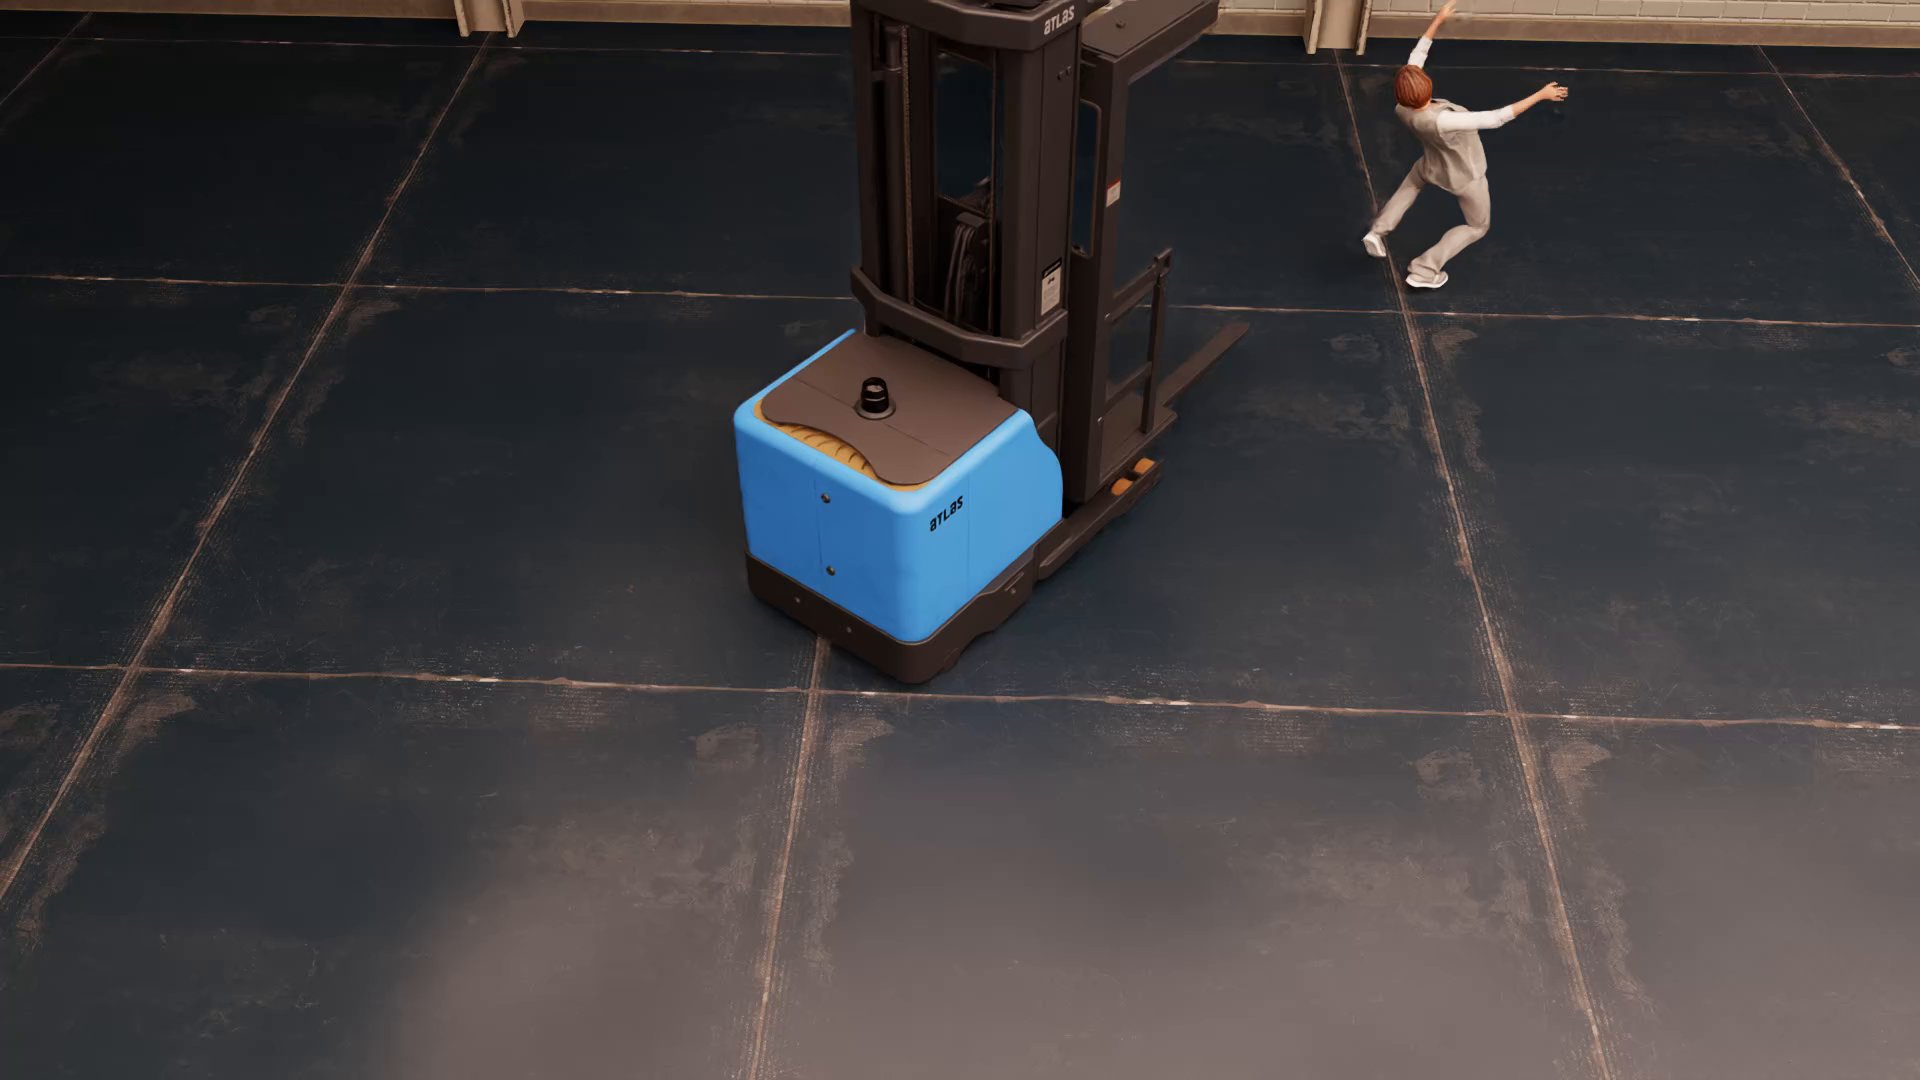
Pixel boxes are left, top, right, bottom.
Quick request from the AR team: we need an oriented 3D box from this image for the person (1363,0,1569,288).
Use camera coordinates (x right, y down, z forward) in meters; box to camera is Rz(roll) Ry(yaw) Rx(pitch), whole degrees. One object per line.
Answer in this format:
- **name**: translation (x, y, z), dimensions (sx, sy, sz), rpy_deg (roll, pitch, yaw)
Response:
- **person**: translation (2.651, -2.017, 8.998), dimensions (0.596, 1.512, 0.879), rpy_deg (-28, 49, -27)

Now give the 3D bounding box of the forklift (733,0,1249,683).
- **forklift**: translation (0.341, -1.404, 7.280), dimensions (1.130, 2.935, 3.031), rpy_deg (28, 49, 27)
